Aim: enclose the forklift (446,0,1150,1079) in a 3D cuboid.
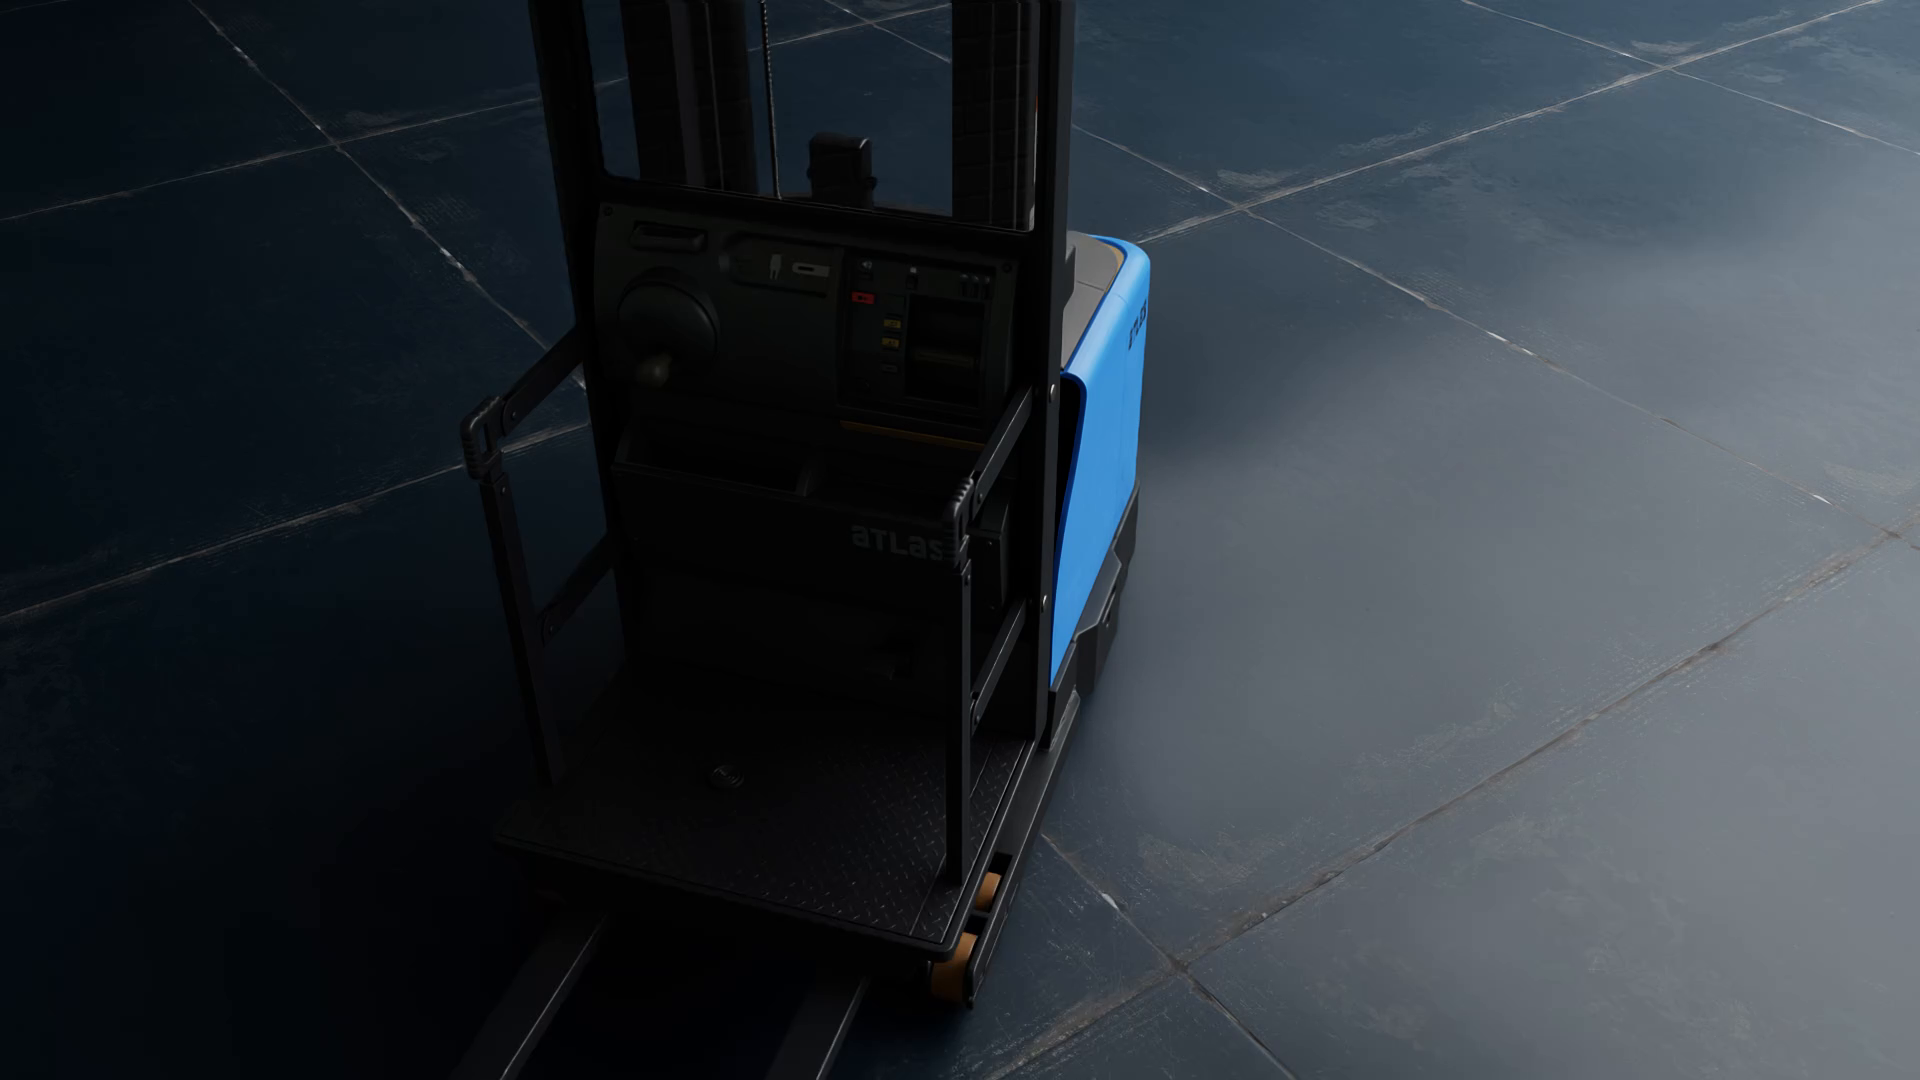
[{"bbox_3d":[-0.396,-0.402,3.299,1.130,2.935,3.031,10,37,14],"label":"forklift"}]
